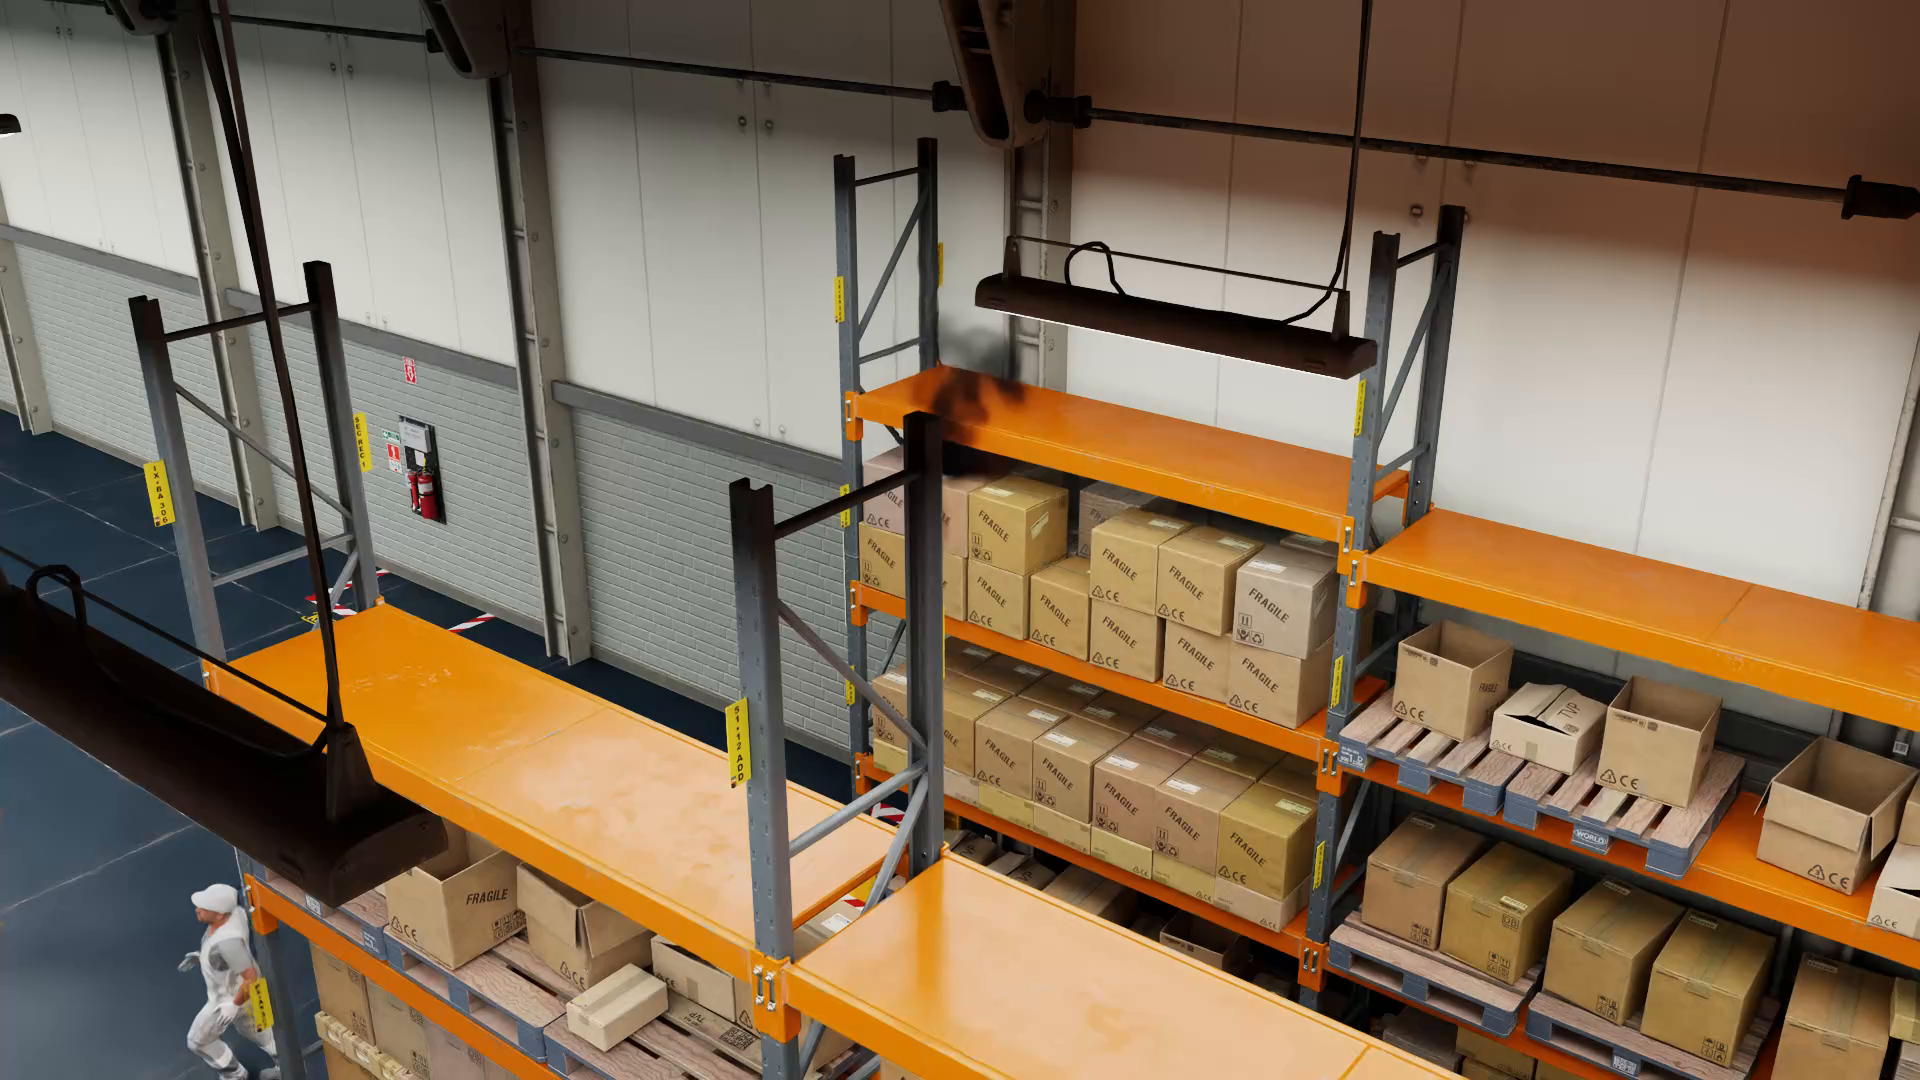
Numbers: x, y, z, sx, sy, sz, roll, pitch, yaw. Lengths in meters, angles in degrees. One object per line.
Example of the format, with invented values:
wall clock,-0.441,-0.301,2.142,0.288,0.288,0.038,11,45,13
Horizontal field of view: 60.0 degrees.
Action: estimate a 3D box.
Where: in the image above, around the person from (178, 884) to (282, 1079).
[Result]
person,-4.855,3.024,11.076,0.637,1.779,0.679,-4,23,-10
